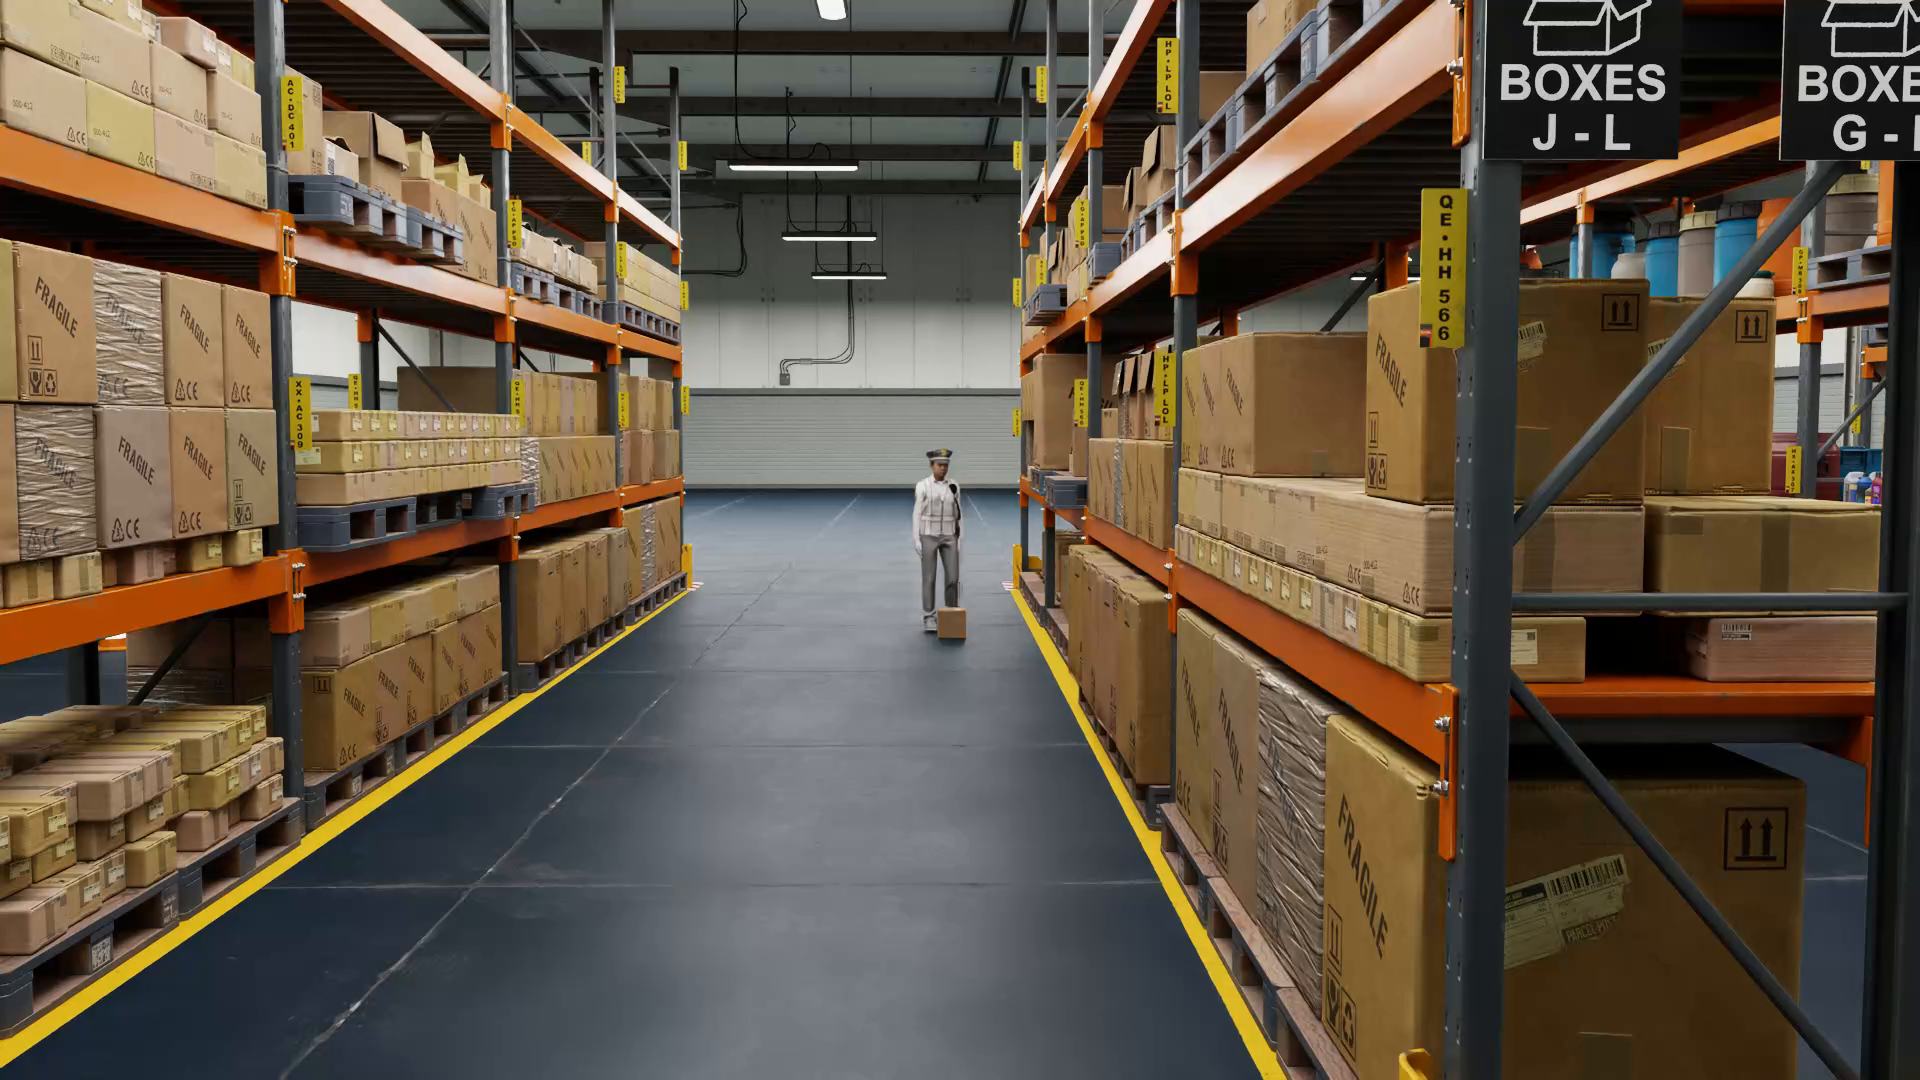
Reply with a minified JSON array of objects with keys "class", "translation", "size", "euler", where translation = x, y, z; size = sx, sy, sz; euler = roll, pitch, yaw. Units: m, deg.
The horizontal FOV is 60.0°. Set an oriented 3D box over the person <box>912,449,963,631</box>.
[{"class":"person","translation":[-0.199,0.024,15.345],"size":[0.495,1.729,0.335],"euler":[-1,4,-15]}]
